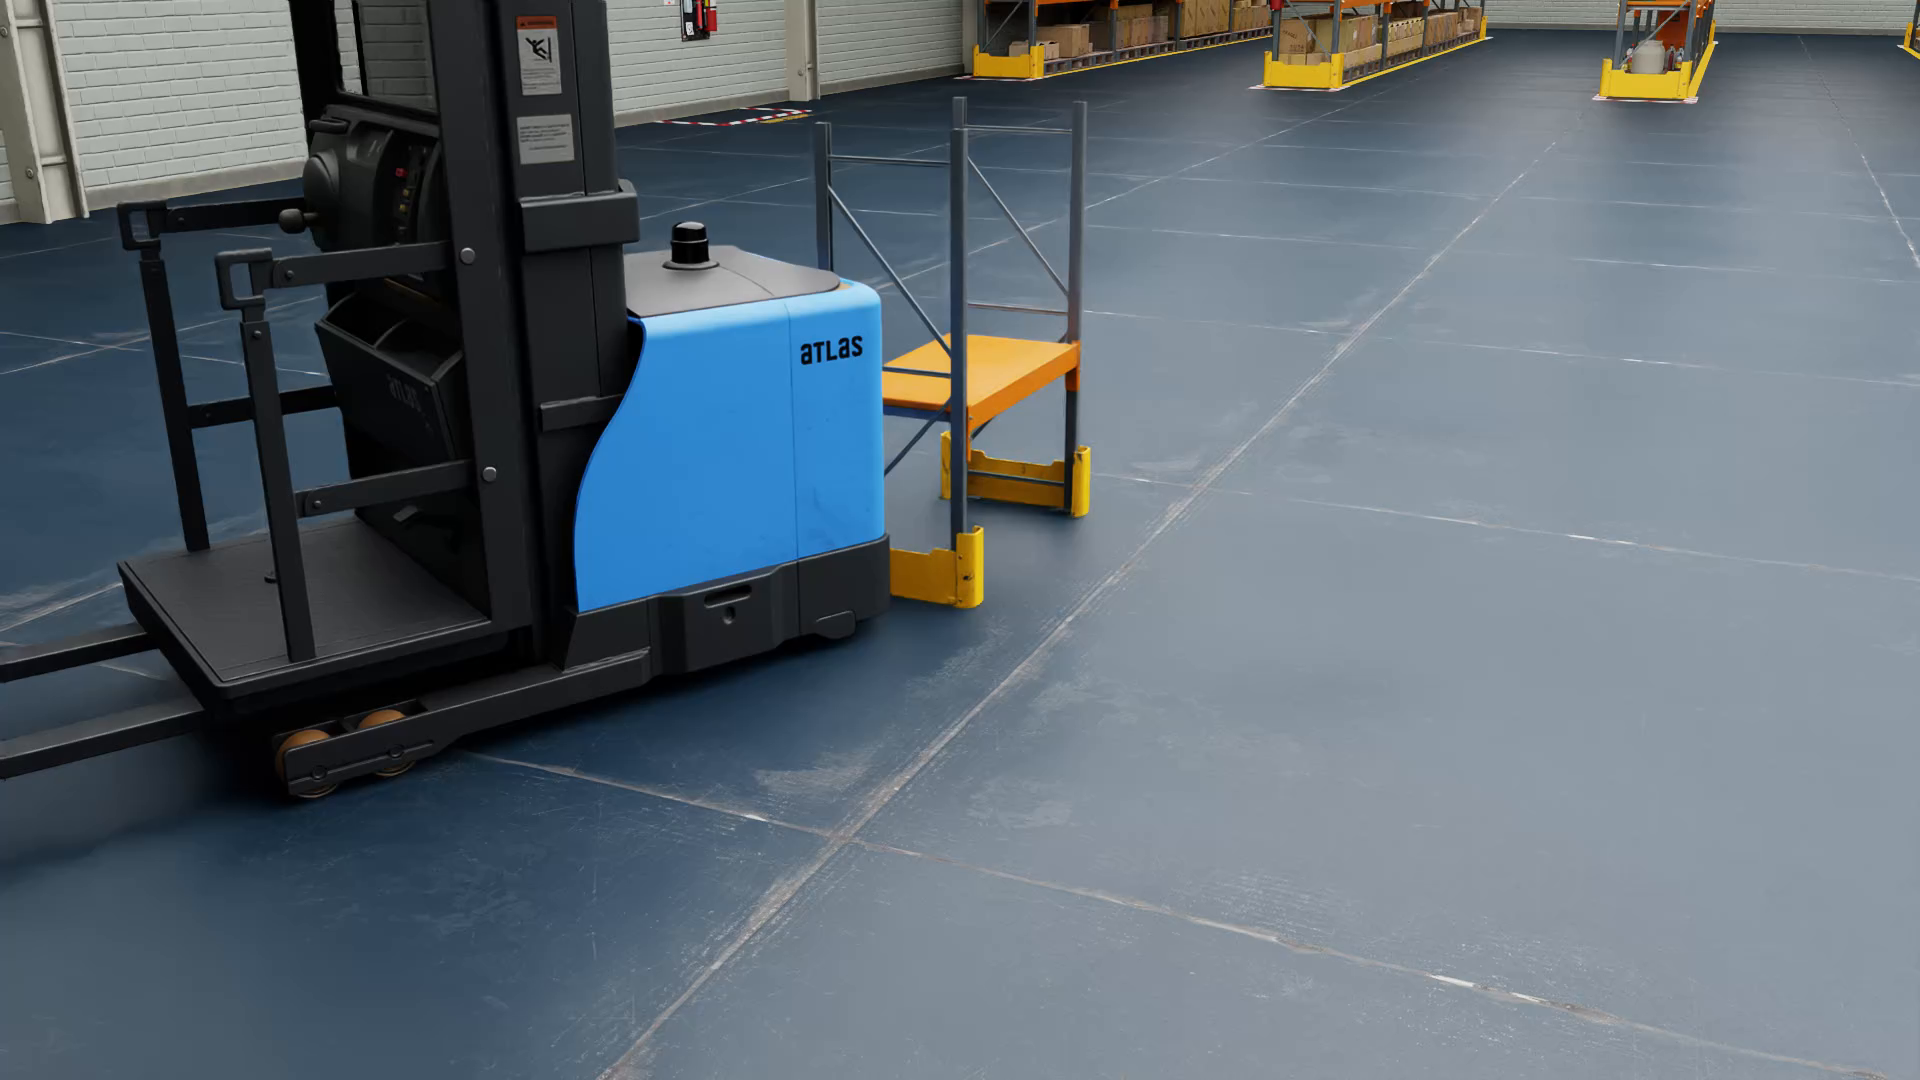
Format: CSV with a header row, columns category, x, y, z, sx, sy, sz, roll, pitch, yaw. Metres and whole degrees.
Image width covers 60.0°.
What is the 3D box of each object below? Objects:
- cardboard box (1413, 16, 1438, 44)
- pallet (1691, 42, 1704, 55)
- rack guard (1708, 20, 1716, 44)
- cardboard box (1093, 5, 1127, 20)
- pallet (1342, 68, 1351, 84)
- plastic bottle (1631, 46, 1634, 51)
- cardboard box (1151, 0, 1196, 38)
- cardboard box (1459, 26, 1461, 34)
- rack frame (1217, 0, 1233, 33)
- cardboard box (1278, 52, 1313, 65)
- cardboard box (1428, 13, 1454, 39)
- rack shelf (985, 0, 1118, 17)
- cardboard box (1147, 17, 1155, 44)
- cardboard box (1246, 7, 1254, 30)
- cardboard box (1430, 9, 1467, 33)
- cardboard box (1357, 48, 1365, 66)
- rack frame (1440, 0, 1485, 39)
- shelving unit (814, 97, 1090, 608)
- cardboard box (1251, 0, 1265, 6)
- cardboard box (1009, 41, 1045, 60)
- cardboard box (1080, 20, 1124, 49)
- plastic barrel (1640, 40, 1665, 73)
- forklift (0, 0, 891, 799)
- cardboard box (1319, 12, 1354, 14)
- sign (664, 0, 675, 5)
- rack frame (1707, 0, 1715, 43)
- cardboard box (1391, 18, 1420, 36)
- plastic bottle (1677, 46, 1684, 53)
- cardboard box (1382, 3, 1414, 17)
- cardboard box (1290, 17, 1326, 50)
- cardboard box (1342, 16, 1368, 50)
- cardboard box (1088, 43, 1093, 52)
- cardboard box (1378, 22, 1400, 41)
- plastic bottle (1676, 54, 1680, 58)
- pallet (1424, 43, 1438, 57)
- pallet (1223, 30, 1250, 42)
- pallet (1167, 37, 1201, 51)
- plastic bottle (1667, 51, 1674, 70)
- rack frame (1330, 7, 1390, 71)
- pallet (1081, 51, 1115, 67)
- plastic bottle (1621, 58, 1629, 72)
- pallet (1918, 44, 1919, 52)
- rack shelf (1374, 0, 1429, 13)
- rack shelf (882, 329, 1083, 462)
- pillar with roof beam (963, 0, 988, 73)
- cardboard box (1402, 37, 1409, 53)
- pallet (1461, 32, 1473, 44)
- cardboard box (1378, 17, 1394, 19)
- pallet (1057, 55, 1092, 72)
category,x,y,z,sx,sy,sz,roll,pitch,yaw
cardboard box,9.220,-10.160,33.134,0.500,0.500,0.500,8,21,21
pallet,14.365,-9.867,33.400,1.003,0.211,1.213,9,21,23
rack guard,16.355,-11.466,37.463,1.175,0.500,0.348,9,21,23
cardboard box,2.869,-10.071,31.764,0.500,0.250,0.500,8,21,22
pallet,5.563,-7.350,26.320,1.003,0.211,1.213,9,21,23
plastic bottle,10.483,-7.548,26.012,0.144,0.351,0.185,8,21,22
cardboard box,4.464,-10.940,34.835,0.750,0.750,0.750,8,21,22
cardboard box,10.916,-11.329,36.920,0.380,0.166,0.250,9,21,23
rack frame,5.681,-12.771,37.402,1.000,3.000,0.127,9,21,23
cardboard box,5.238,-7.531,26.145,0.500,0.250,0.500,9,21,23
cardboard box,10.051,-10.782,34.883,0.500,0.500,0.500,9,21,23
rack shelf,1.586,-9.375,28.927,1.077,0.370,4.000,9,21,23
cardboard box,3.479,-10.209,33.272,0.700,0.500,0.500,9,21,23
cardboard box,6.502,-12.315,39.225,0.700,0.500,0.500,9,22,24
cardboard box,10.967,-11.698,37.456,0.797,0.503,0.637,9,21,23
cardboard box,6.326,-7.918,27.233,0.500,0.250,0.500,9,21,23
rack frame,11.840,-13.315,38.932,1.000,3.000,0.127,9,21,23
shelving unit,0.001,-0.691,5.673,0.587,1.500,1.083,9,21,23
cardboard box,7.133,-12.949,40.039,0.380,0.149,0.250,9,22,24
cardboard box,1.133,-8.242,28.024,0.500,0.311,0.500,6,20,17
cardboard box,2.691,-9.582,31.510,0.700,0.500,0.500,9,22,25
plastic barrel,10.211,-7.134,24.637,0.421,0.512,0.421,0,20,0
forklift,-1.698,-0.936,4.226,3.031,2.935,1.130,-14,24,-35
cardboard box,6.450,-8.804,28.604,0.500,0.500,0.500,9,21,23
sign,-3.560,-6.713,20.314,0.001,0.329,0.234,9,21,23
rack frame,16.357,-12.634,37.018,1.000,3.000,0.127,9,21,23
cardboard box,8.367,-9.682,31.358,0.500,0.311,0.500,8,21,22
plastic bottle,11.232,-7.531,25.966,0.144,0.351,0.185,8,21,22
cardboard box,8.752,-10.588,33.220,0.500,0.250,0.500,9,22,25
cardboard box,5.632,-8.192,26.885,0.500,0.500,0.500,9,21,23
cardboard box,6.327,-8.271,27.107,0.500,0.500,0.500,9,21,23
cardboard box,2.213,-9.030,30.455,0.380,0.166,0.250,6,20,16
cardboard box,7.532,-9.058,29.601,0.500,0.311,0.500,8,21,22
plastic bottle,10.973,-7.281,25.381,0.097,0.271,0.097,0,20,0
pallet,8.904,-9.779,33.150,1.003,0.211,1.213,9,21,23
pallet,6.064,-11.679,38.493,1.003,0.211,1.213,9,21,23
pallet,4.435,-10.465,35.080,1.003,0.211,1.213,9,21,23
plastic bottle,11.064,-7.465,25.880,0.061,0.283,0.133,9,21,23
rack frame,6.926,-9.647,28.617,1.000,3.000,0.127,9,21,23
pallet,2.162,-8.801,30.402,1.003,0.211,1.213,9,21,23
plastic bottle,10.158,-7.254,25.408,0.097,0.201,0.097,0,20,0
pallet,20.119,-10.014,33.812,1.003,0.211,1.213,9,21,23
rack shelf,7.745,-9.919,30.457,1.077,0.370,4.000,9,21,23
rack shelf,-0.002,-0.519,5.726,0.538,0.185,1.000,9,21,23
pillar with roof beam,4.192,-11.671,25.356,9.100,9.000,0.400,9,21,23
cardboard box,7.947,-9.109,30.581,0.500,0.250,0.500,9,21,24
pallet,10.982,-11.362,37.604,1.003,0.211,1.213,9,21,23
cardboard box,8.082,-9.916,32.015,0.500,0.311,0.500,9,22,25
pallet,1.664,-8.427,29.349,1.003,0.211,1.213,9,21,23
